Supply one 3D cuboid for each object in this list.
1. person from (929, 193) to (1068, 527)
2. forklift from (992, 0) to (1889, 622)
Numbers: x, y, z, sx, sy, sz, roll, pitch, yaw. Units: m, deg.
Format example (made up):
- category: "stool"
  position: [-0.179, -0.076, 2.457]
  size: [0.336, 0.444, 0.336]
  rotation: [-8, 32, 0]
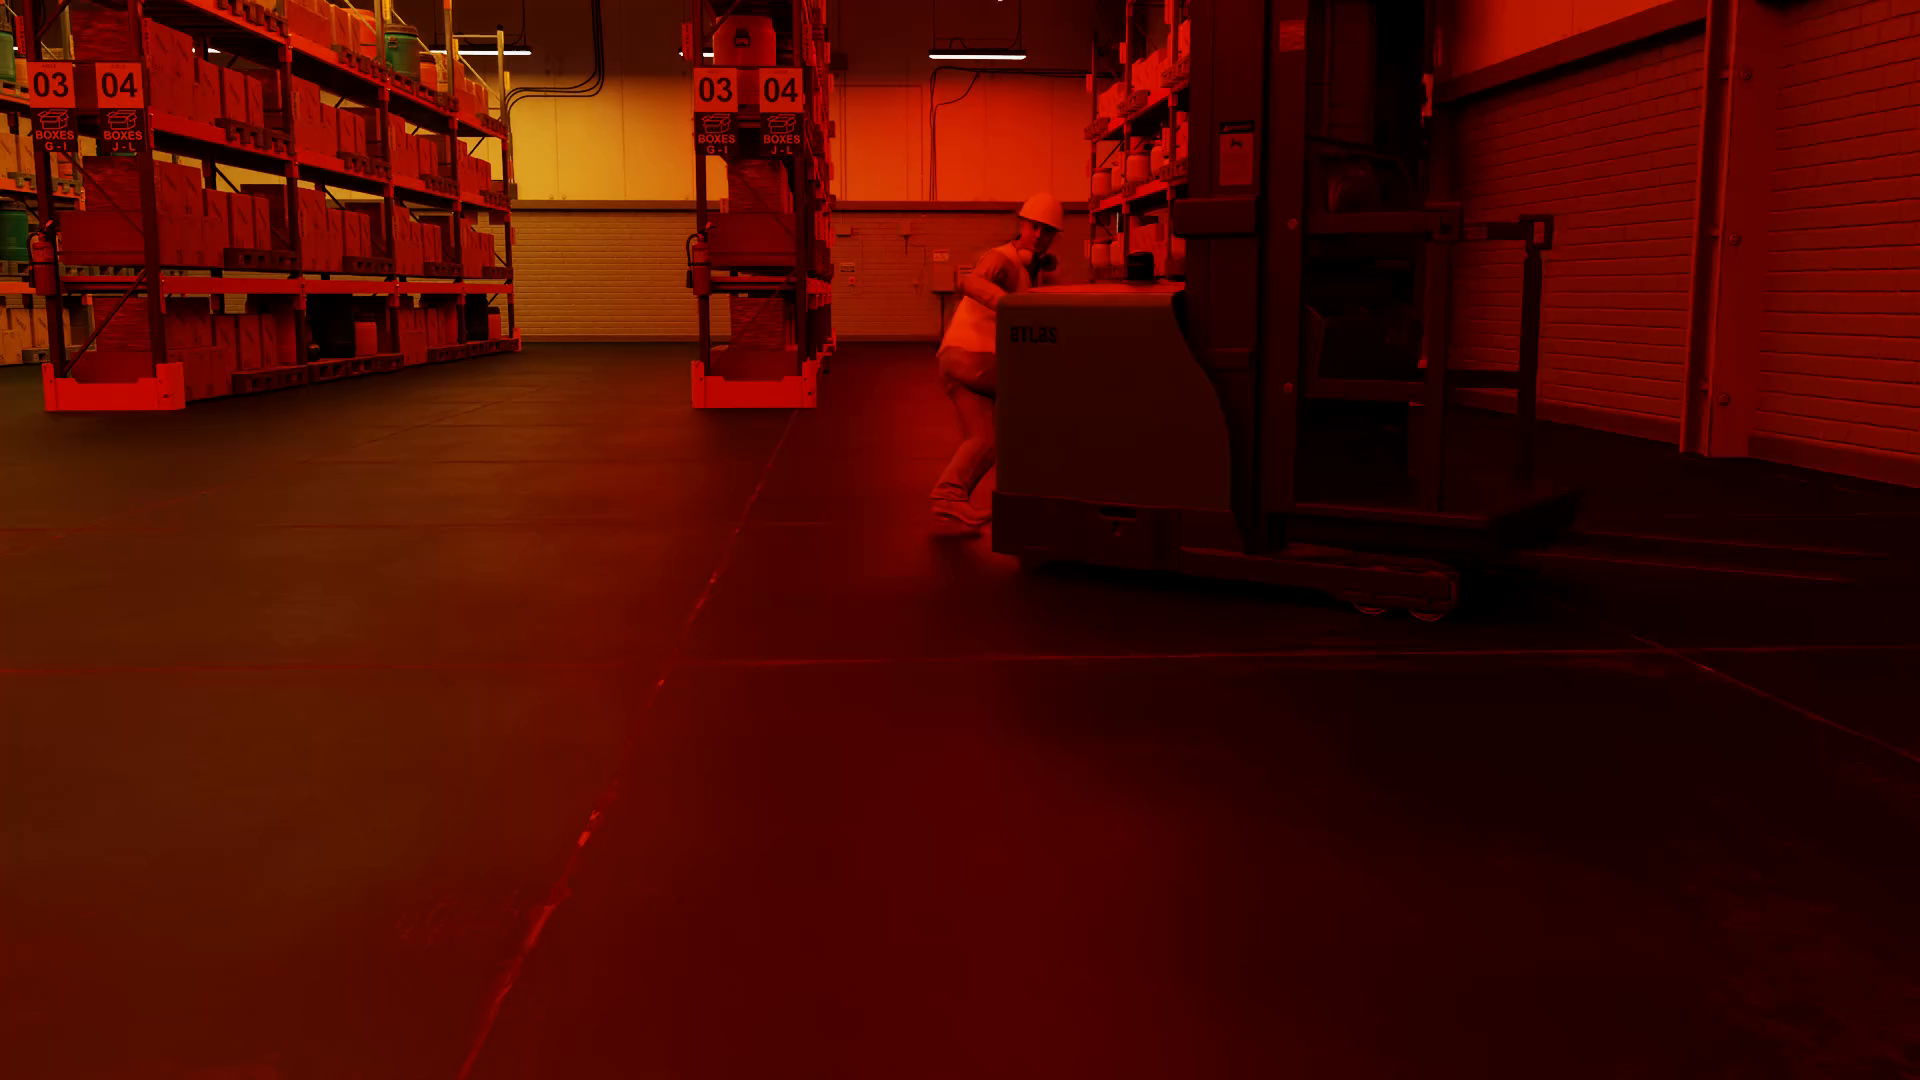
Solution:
- category: "person"
  position: [0.354, -0.837, 7.787]
  size: [1.003, 1.533, 0.943]
  rotation: [0, 8, -2]
- category: "forklift"
  position: [1.622, -1.268, 5.870]
  size: [3.031, 2.935, 1.130]
  rotation: [6, 10, 35]
